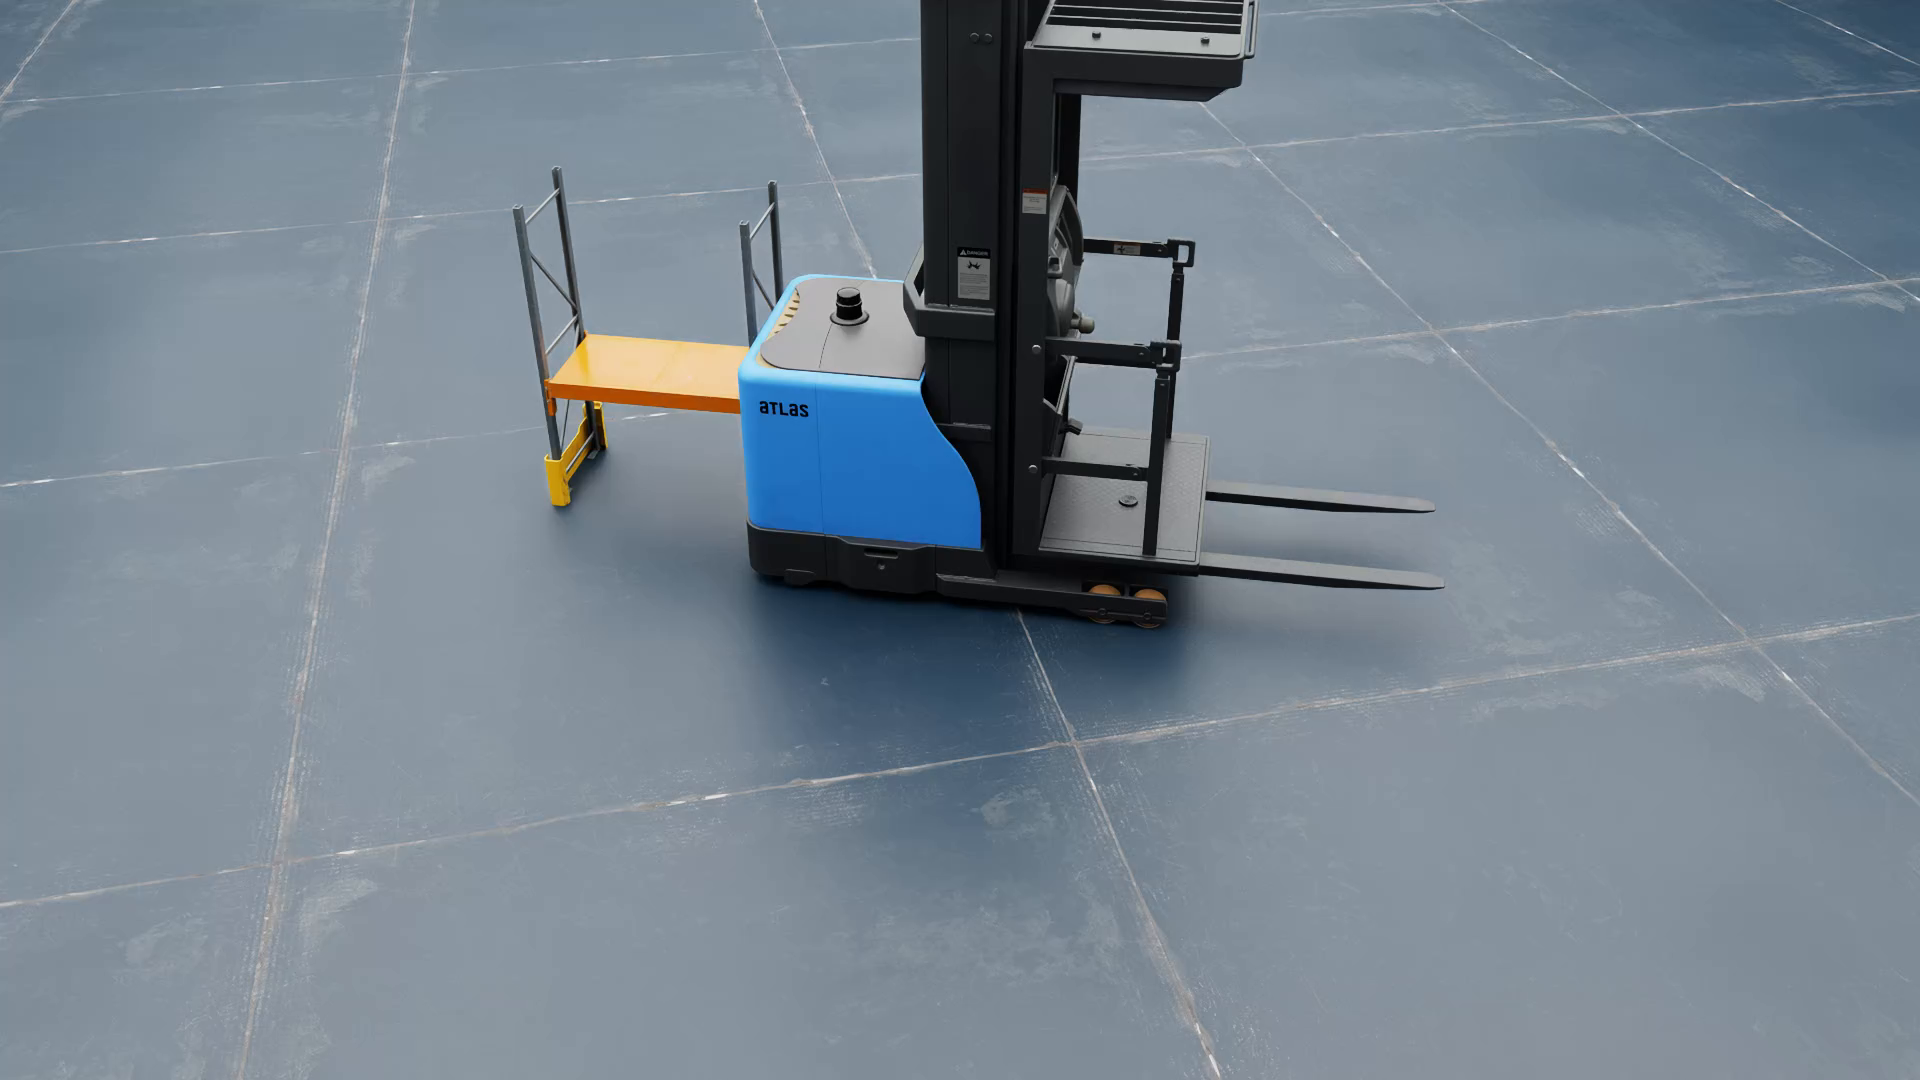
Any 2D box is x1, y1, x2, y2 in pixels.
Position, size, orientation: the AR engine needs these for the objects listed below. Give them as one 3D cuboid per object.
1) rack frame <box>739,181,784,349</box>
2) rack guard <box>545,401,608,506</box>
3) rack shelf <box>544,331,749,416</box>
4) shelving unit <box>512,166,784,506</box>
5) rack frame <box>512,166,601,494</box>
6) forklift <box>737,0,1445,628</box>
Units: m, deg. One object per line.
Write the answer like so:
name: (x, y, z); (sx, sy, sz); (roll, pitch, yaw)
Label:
rack frame: (-0.879, -0.852, 7.674); (0.032, 1.500, 0.500); (6, 34, 8)
rack guard: (-1.880, -0.430, 8.167); (0.087, 0.250, 0.587); (6, 34, 8)
rack shelf: (-1.380, -0.751, 7.846); (1.000, 0.185, 0.538); (6, 34, 8)
shelving unit: (-1.389, -0.902, 7.748); (1.083, 1.500, 0.587); (6, 34, 8)
rack frame: (-1.881, -0.949, 7.819); (0.032, 1.500, 0.500); (6, 34, 8)
forklift: (0.621, -1.157, 6.844); (3.031, 2.935, 1.130); (5, 34, 8)
